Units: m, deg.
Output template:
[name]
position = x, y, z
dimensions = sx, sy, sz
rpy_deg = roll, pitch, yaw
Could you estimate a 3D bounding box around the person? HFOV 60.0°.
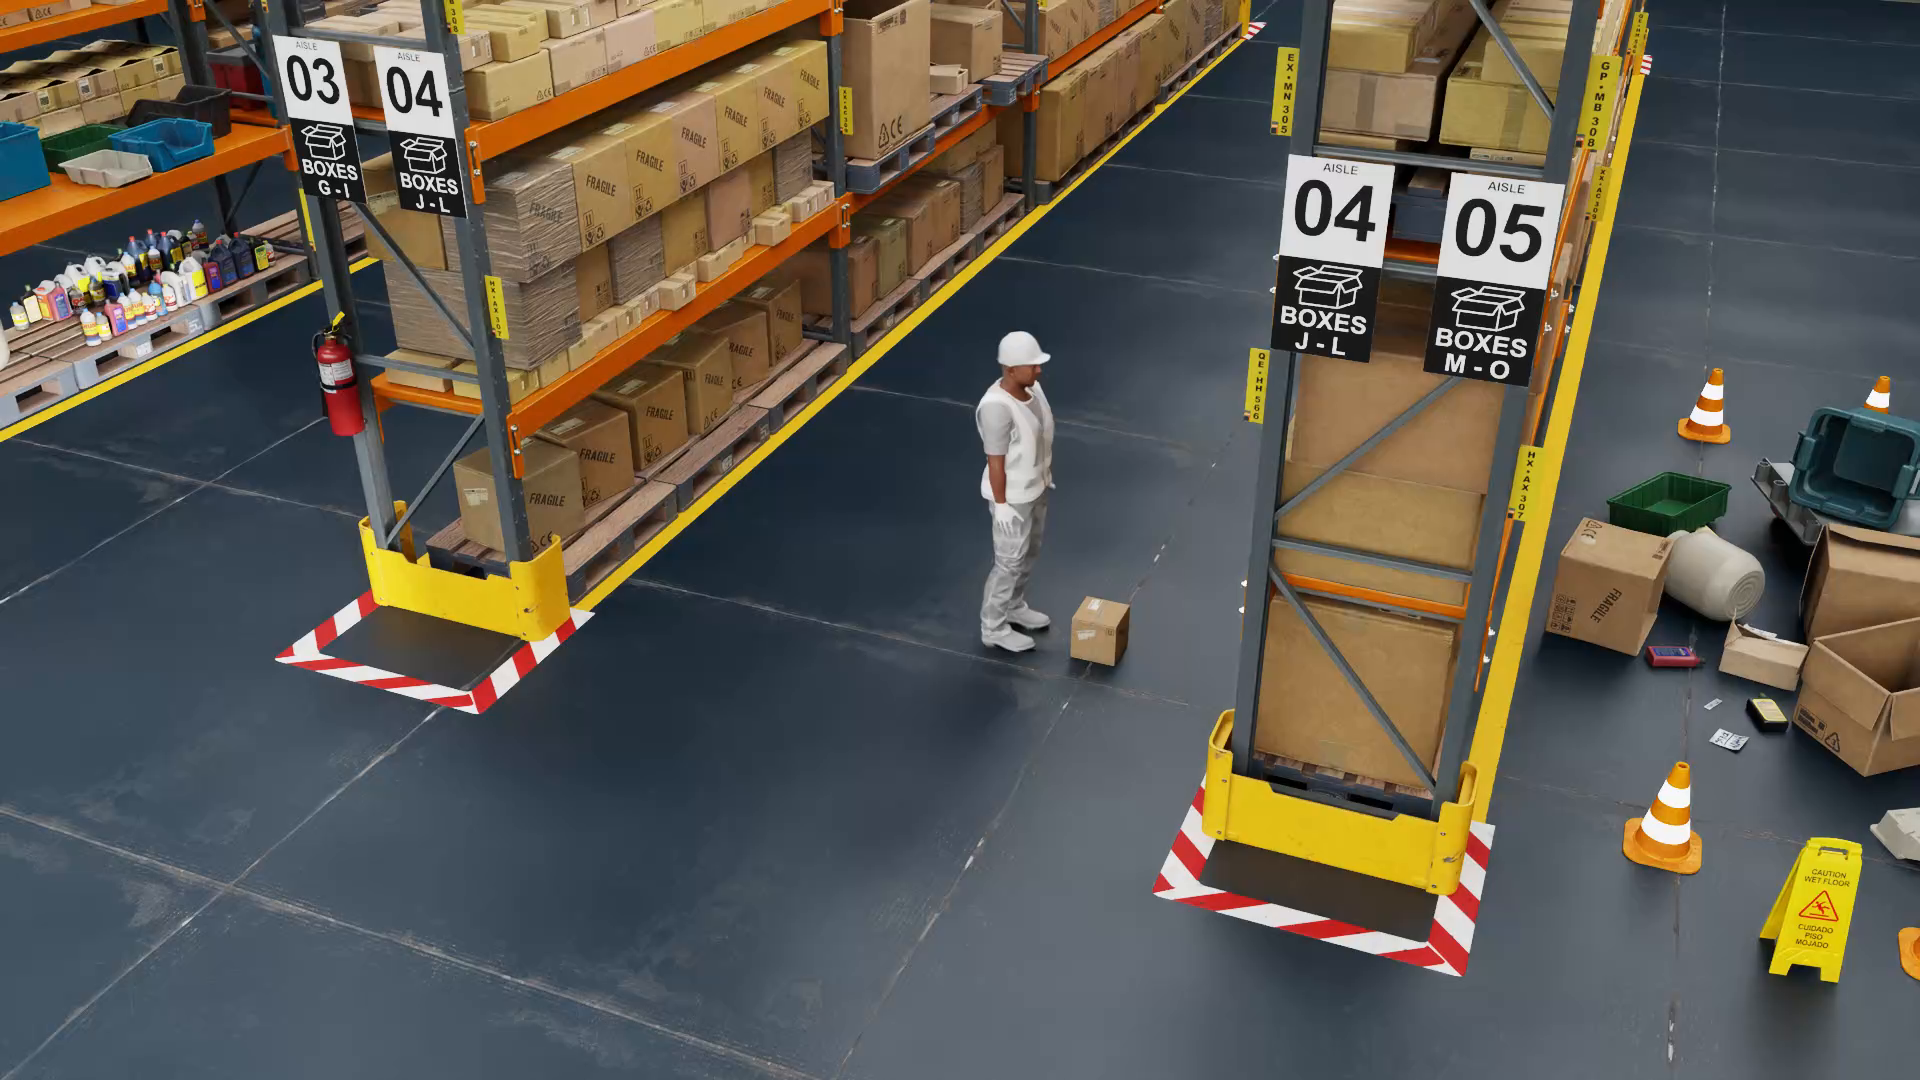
[person]
position = 0.306, -0.271, 8.866
dimensions = 0.356, 1.778, 0.546
rpy_deg = 12, 32, 20
